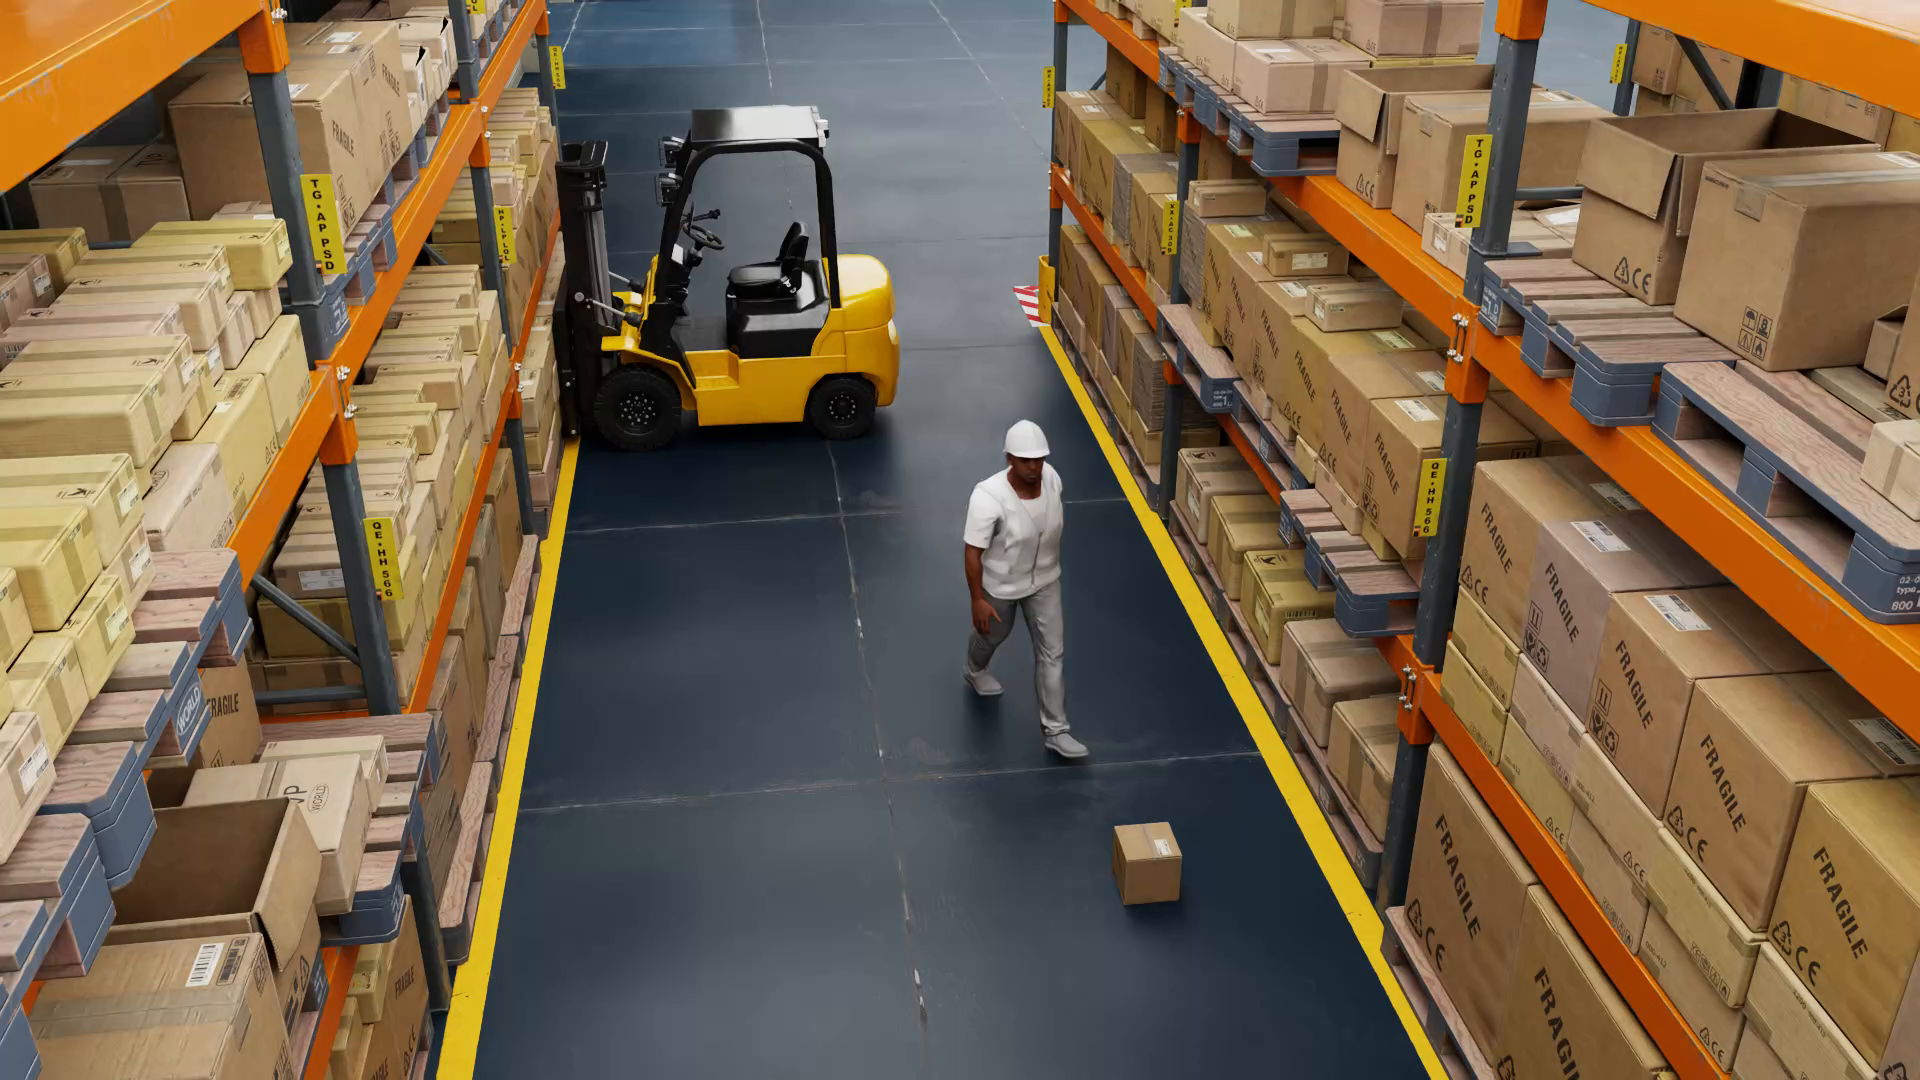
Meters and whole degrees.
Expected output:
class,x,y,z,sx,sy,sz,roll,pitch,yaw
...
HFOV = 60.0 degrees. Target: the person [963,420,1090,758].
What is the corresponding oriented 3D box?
class,x,y,z,sx,sy,sz,roll,pitch,yaw
person,0.283,0.204,8.222,0.593,1.717,1.037,-12,29,-23
